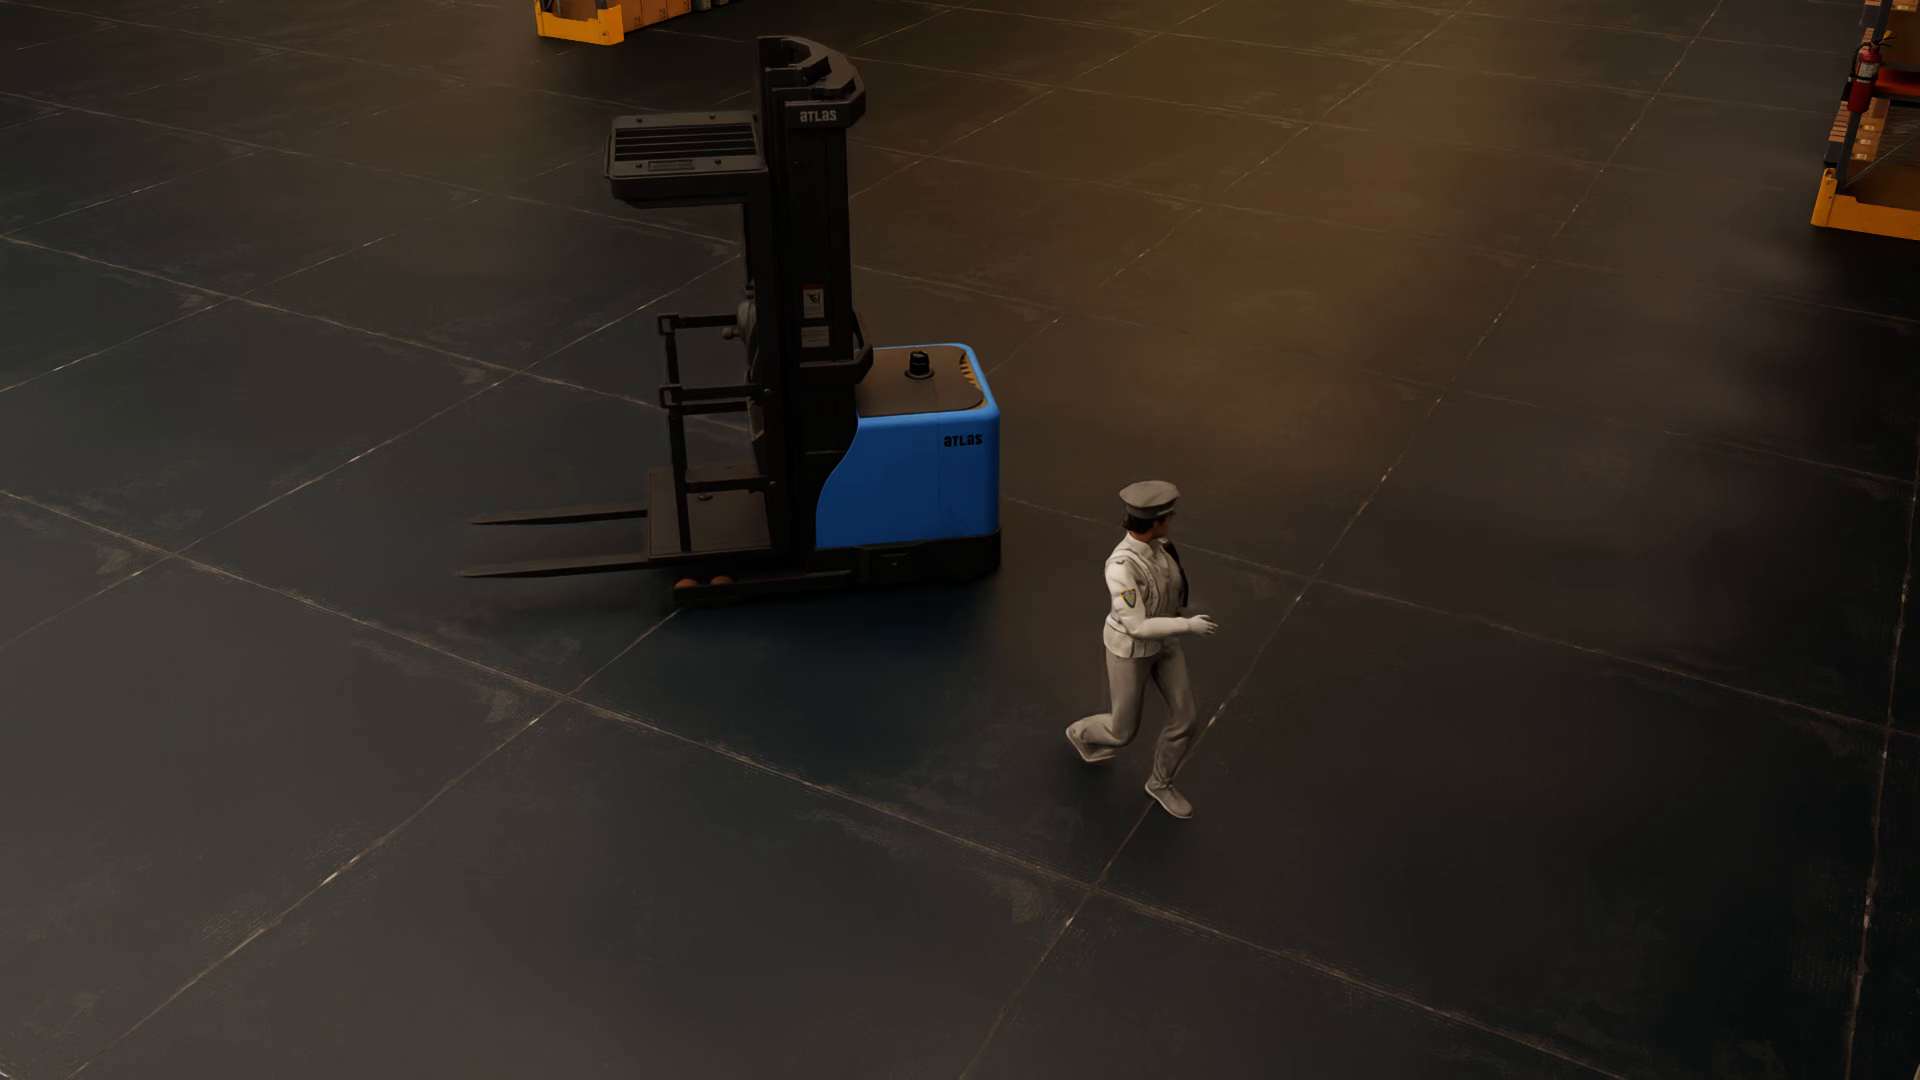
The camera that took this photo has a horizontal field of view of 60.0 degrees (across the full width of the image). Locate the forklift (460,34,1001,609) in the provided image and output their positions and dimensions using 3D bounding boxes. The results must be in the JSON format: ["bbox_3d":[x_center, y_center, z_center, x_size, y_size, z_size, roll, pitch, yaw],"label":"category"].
[{"bbox_3d":[-1.331,-1.166,9.092,3.031,2.935,1.130,-5,30,-8],"label":"forklift"}]

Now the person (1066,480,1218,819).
[{"bbox_3d":[0.845,0.468,7.633,0.541,1.591,0.770,-22,37,-33],"label":"person"}]
